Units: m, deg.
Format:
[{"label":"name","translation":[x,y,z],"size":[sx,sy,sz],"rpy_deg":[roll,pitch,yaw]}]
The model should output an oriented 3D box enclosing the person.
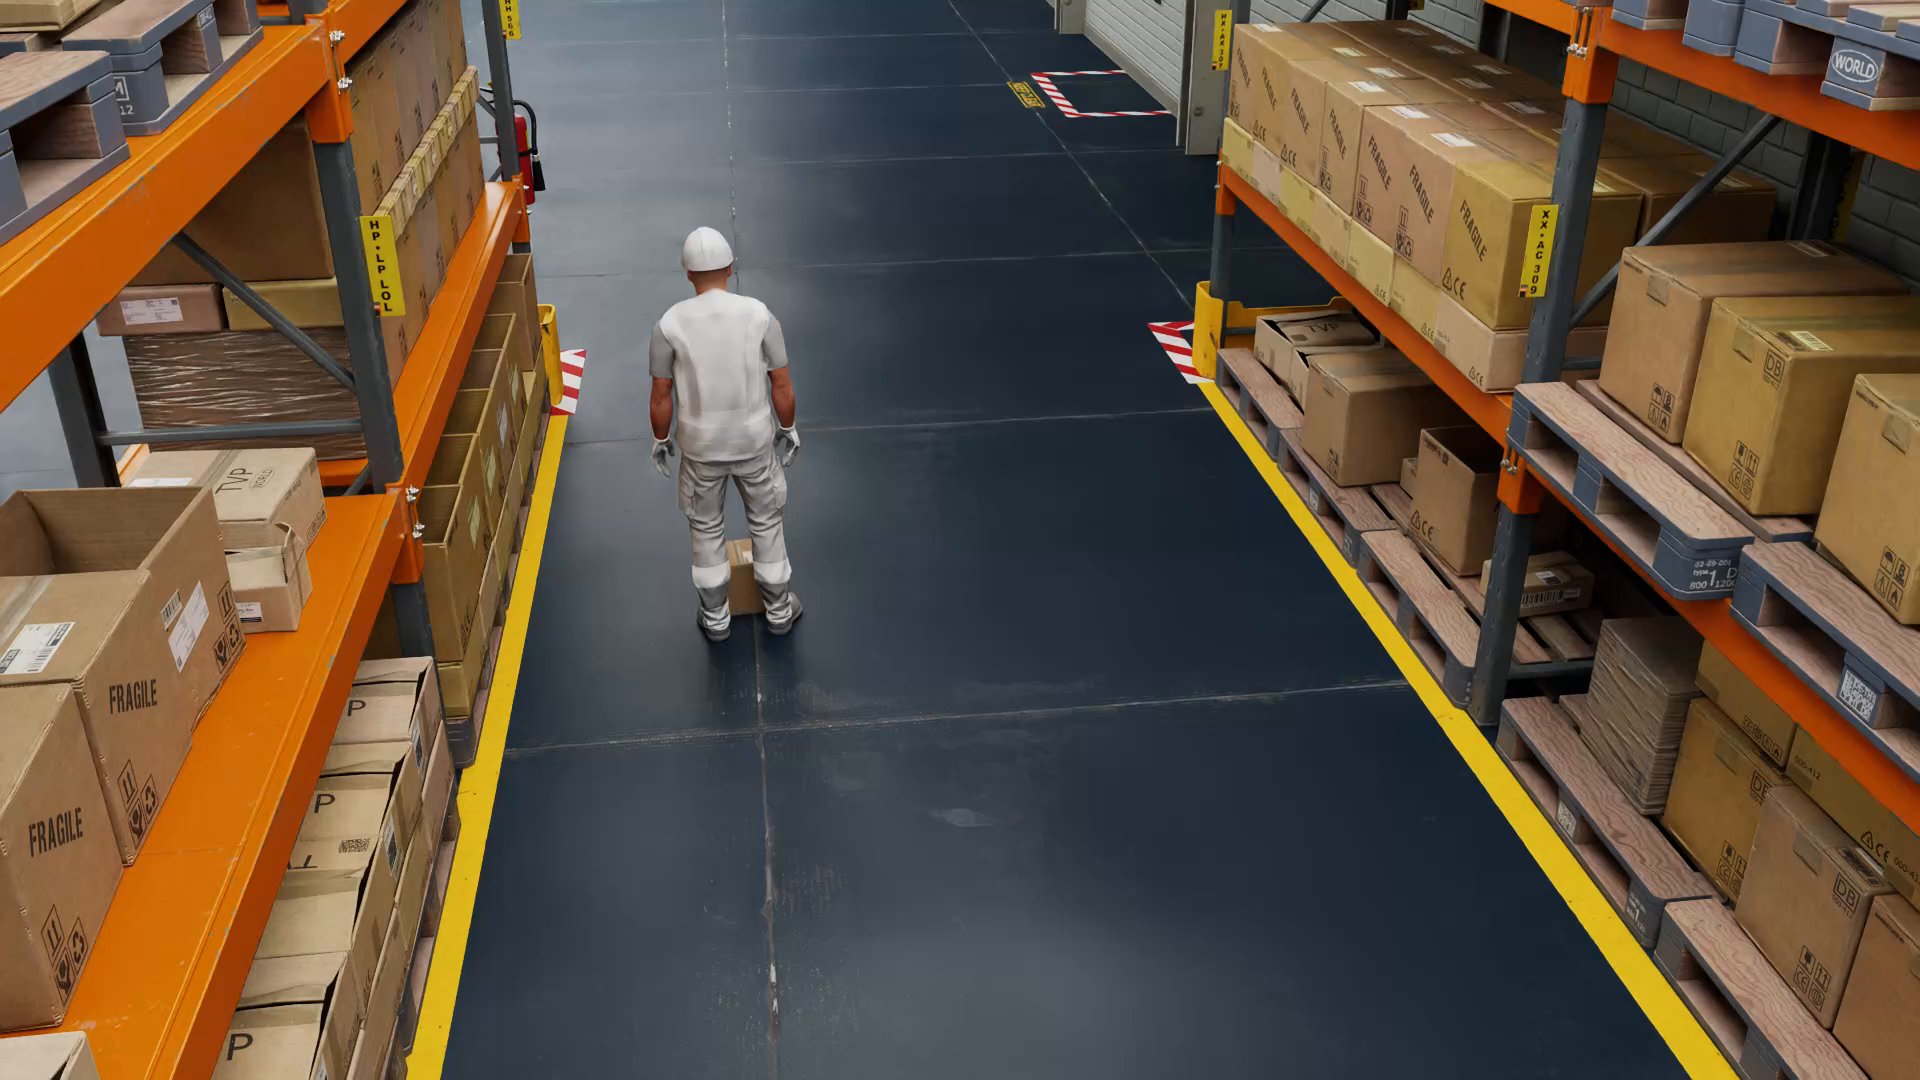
[{"label":"person","translation":[-0.975,-0.411,6.911],"size":[0.623,1.778,0.446],"rpy_deg":[-5,27,-9]}]
